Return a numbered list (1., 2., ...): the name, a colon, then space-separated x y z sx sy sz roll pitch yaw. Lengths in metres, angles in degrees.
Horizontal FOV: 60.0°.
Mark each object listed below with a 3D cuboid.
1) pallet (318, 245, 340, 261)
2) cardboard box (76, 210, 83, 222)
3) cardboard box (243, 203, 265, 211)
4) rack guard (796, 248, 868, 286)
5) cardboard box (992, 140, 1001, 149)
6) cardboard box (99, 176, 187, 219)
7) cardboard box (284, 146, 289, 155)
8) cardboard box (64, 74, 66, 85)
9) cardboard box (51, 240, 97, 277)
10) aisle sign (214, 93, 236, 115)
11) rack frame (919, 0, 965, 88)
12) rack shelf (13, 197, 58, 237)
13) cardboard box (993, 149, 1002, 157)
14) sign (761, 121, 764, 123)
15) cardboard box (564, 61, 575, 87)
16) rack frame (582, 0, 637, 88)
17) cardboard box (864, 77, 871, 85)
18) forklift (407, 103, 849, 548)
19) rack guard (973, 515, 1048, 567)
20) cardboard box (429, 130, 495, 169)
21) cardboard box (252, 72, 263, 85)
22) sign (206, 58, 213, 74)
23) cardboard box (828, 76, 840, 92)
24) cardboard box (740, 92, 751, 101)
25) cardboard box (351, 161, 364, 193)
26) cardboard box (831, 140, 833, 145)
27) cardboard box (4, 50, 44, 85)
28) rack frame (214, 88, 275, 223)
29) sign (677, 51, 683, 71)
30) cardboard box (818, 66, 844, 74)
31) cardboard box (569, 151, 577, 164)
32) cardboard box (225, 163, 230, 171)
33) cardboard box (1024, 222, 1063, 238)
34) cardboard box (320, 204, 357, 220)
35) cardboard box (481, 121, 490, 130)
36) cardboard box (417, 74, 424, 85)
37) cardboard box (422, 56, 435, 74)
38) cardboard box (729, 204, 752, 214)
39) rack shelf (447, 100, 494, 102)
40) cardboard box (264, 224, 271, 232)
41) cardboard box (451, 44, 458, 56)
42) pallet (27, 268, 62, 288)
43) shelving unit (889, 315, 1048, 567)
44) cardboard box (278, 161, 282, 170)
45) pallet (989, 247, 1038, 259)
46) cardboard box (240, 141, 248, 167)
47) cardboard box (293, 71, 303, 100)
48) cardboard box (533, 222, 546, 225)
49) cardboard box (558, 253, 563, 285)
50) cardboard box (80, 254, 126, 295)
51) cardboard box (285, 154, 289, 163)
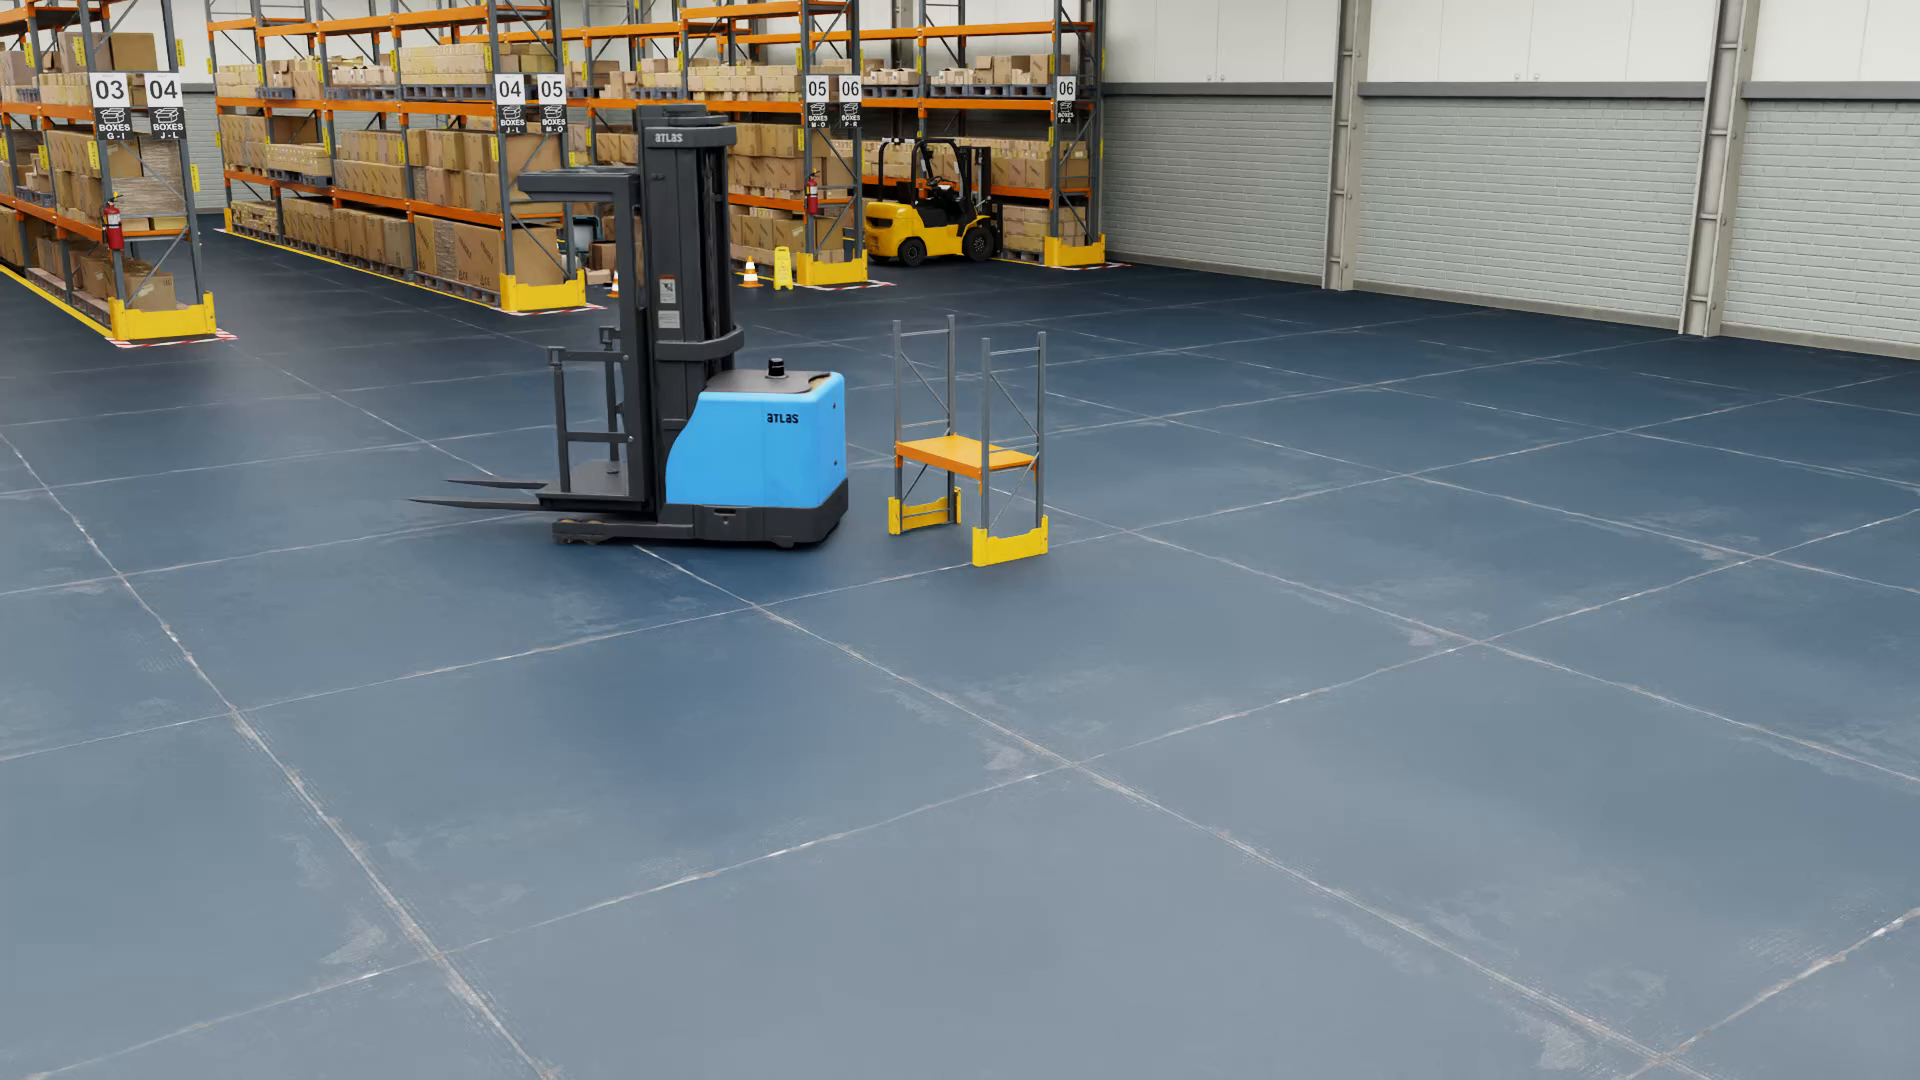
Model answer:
1. pallet: -11.104 -5.304 30.554 1.003 0.211 1.213 -11 19 -35
2. cardboard box: -11.590 -4.347 22.253 0.380 0.149 0.250 -11 19 -35
3. cardboard box: -14.800 -6.986 34.895 0.380 0.149 0.250 -12 19 -37
4. rack guard: -2.042 -4.374 26.609 1.175 0.500 0.348 -11 19 -35
5. cardboard box: 0.803 -7.140 29.998 0.380 0.149 0.250 -10 18 -33
6. cardboard box: -10.315 -4.338 20.992 0.875 0.500 0.500 -11 19 -35
7. cardboard box: -12.377 -7.273 31.019 0.380 0.149 0.250 -10 18 -32
8. cardboard box: -11.448 -6.006 21.686 0.380 0.149 0.250 -10 18 -33
9. cardboard box: -13.632 -4.363 25.738 0.700 0.500 0.500 -9 18 -30
10. aisle sign: -15.635 -9.413 35.360 0.394 0.787 0.004 -11 19 -35
11. rack frame: -0.337 -10.082 31.366 1.000 3.000 0.127 -11 19 -35
12. rack shelf: -13.542 -4.959 25.376 1.077 0.370 4.000 -11 19 -35
13. cardboard box: 0.811 -6.996 30.037 0.380 0.149 0.250 -11 19 -34
14. sign: -4.594 -9.542 38.565 0.100 0.325 0.005 -11 19 -35
15. cardboard box: -7.437 -9.151 32.661 0.700 0.500 0.500 -12 19 -37
16. rack frame: -6.701 -10.165 31.669 1.000 3.000 0.127 -11 19 -35
17. cardboard box: -1.682 -9.117 33.014 0.380 0.149 0.250 -11 19 -35
18. forklift: -2.374 -1.517 11.565 3.031 2.935 1.130 2 15 8
19. rack guard: 0.338 0.002 11.095 0.587 0.250 0.087 -11 19 -35
20. cardboard box: -7.481 -5.900 25.122 0.875 0.550 0.550 -11 19 -35
21. cardboard box: -13.475 -9.010 32.470 0.500 0.250 0.500 -12 19 -37
22. sign: -15.789 -9.974 34.997 0.100 0.325 0.005 -11 19 -35
23. cardboard box: -2.078 -7.230 26.348 0.500 0.250 0.500 -11 19 -36
24. cardboard box: -3.373 -7.243 27.150 0.380 0.149 0.250 -11 19 -35
25. cardboard box: -10.003 -6.176 28.270 0.500 0.500 0.500 -11 19 -35
26. cardboard box: -2.581 -8.233 34.557 0.380 0.149 0.250 -10 18 -33
27. cardboard box: -14.053 -7.114 25.067 0.500 0.500 0.500 -12 19 -36
28. rack frame: -15.350 -8.190 35.817 1.000 3.000 0.127 -11 19 -35
29. sign: -4.796 -8.216 28.507 0.100 0.325 0.005 -11 19 -35
30. cardboard box: -2.042 -7.381 26.145 0.380 0.149 0.250 -11 19 -35
31. cardboard box: -7.496 -7.613 33.047 0.500 0.250 0.500 -11 19 -36
32. cardboard box: -15.424 -7.949 35.411 0.380 0.149 0.250 -11 19 -35
33. cardboard box: 1.476 -5.507 29.482 0.500 0.250 0.500 -11 19 -35
34. cardboard box: -11.260 -5.945 30.136 0.500 0.250 0.500 -11 19 -36
35. cardboard box: -10.153 -8.931 36.441 0.500 0.500 0.500 -11 19 -34
36. cardboard box: -7.909 -6.911 24.954 0.380 0.149 0.250 -11 19 -35
37. cardboard box: -7.638 -7.033 24.644 0.500 0.250 0.500 -11 19 -35
38. cardboard box: -3.732 -5.598 28.110 0.380 0.149 0.250 -10 18 -31
39. rack shelf: -10.229 -9.652 36.841 1.077 0.370 4.000 -11 19 -35
40. cardboard box: -13.797 -6.309 33.549 0.380 0.149 0.250 -12 19 -36
41. cardboard box: -7.010 -6.970 23.660 0.380 0.149 0.250 -11 19 -34
42. pallet: -14.259 -4.221 26.599 1.003 0.211 1.213 -11 19 -35
43. shelving unit: 0.045 -0.707 11.319 0.587 1.500 1.083 -11 19 -35
44. cardboard box: -12.680 -7.095 31.499 0.380 0.149 0.250 -11 19 -34
45. pallet: 0.818 -5.407 30.930 1.003 0.211 1.213 -11 19 -35
46. cardboard box: -14.392 -7.918 34.071 0.500 0.500 0.500 -11 19 -36
47. cardboard box: -11.783 -8.271 30.243 0.500 0.500 0.500 -11 19 -35
48. cardboard box: -8.624 -7.183 35.369 0.875 0.875 0.875 -10 18 -33
49. cardboard box: -6.551 -4.251 26.155 0.500 0.500 0.500 -7 17 -25
50. cardboard box: -12.163 -3.784 23.660 0.500 0.500 0.500 -12 19 -36
51. cardboard box: -12.363 -7.126 31.045 0.380 0.149 0.250 -11 19 -35
